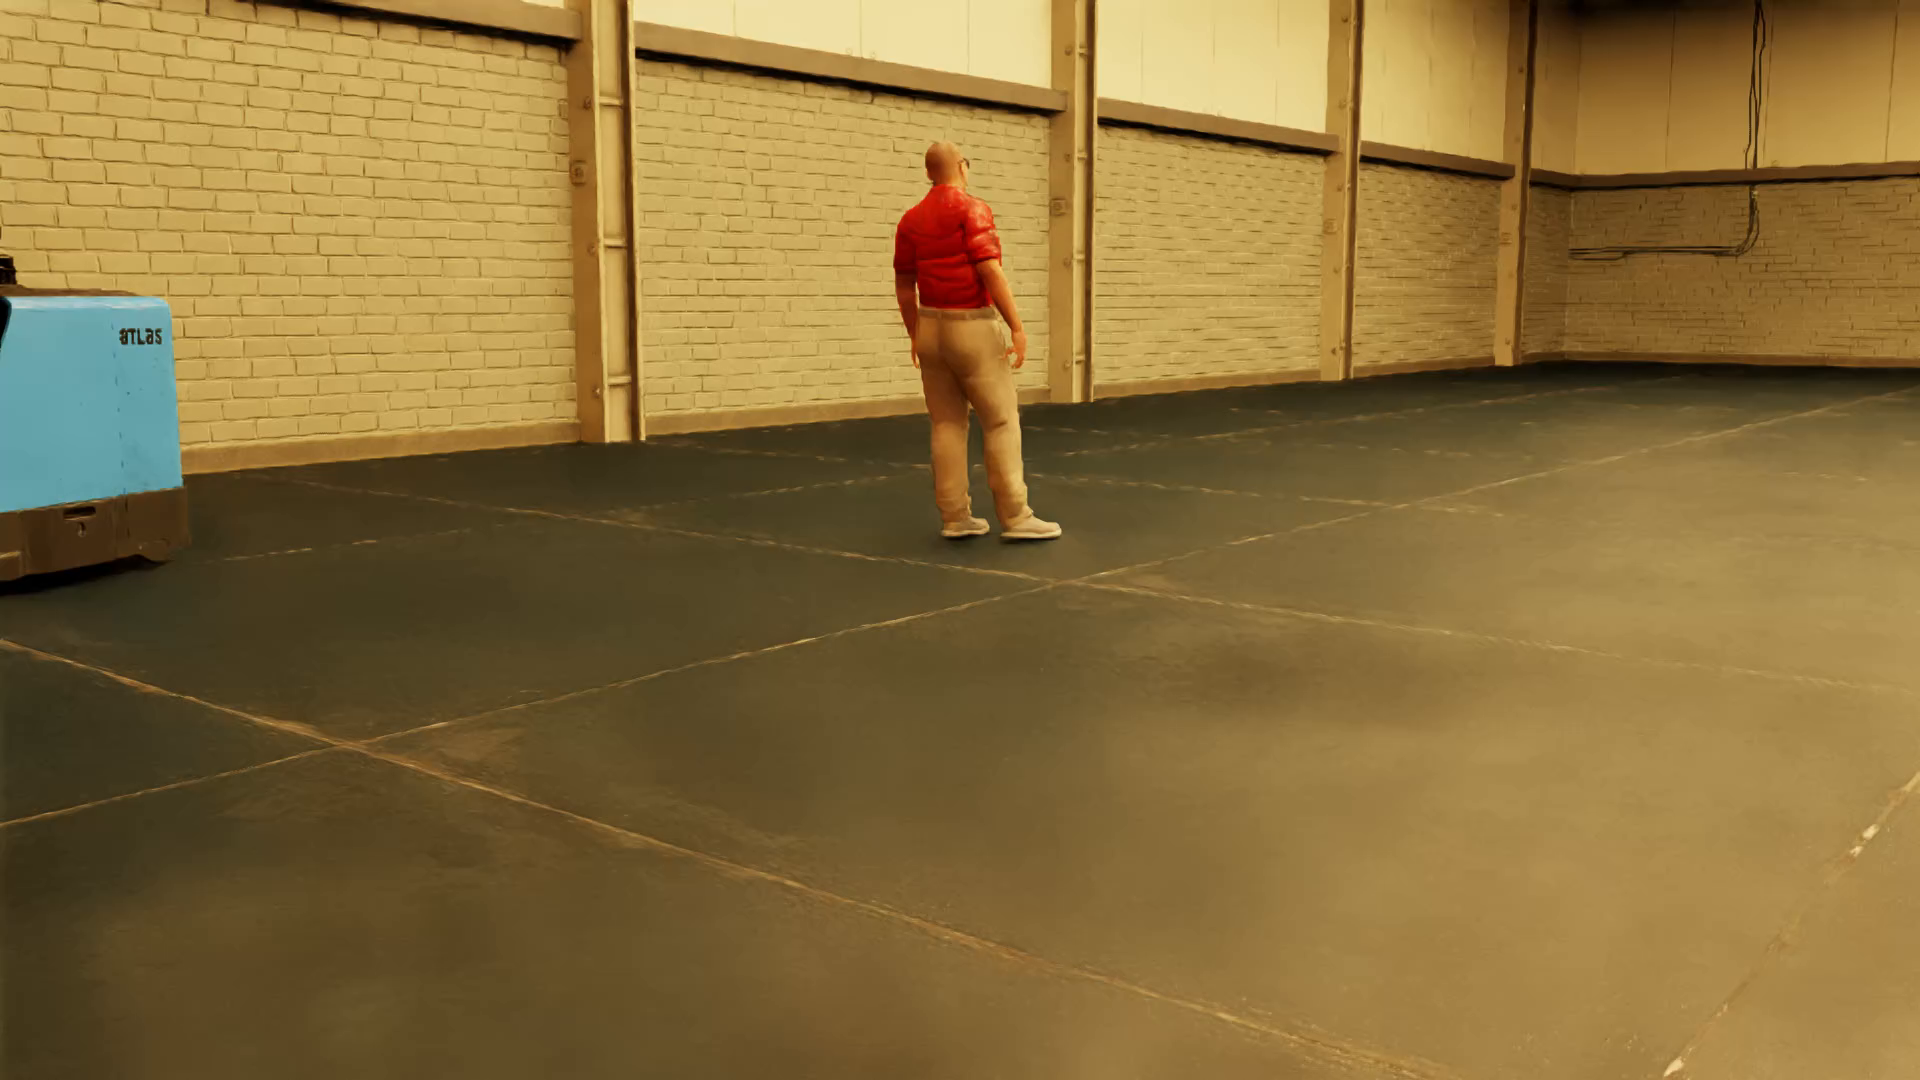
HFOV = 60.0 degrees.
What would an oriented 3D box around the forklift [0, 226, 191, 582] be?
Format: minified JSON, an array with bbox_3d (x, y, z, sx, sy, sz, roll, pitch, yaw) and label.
[{"bbox_3d":[-4.099,-1.185,5.382,1.130,2.935,3.031,3,9,19],"label":"forklift"}]

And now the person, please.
[{"bbox_3d":[0.066,-0.872,7.340,0.640,1.727,0.550,7,11,38],"label":"person"}]
